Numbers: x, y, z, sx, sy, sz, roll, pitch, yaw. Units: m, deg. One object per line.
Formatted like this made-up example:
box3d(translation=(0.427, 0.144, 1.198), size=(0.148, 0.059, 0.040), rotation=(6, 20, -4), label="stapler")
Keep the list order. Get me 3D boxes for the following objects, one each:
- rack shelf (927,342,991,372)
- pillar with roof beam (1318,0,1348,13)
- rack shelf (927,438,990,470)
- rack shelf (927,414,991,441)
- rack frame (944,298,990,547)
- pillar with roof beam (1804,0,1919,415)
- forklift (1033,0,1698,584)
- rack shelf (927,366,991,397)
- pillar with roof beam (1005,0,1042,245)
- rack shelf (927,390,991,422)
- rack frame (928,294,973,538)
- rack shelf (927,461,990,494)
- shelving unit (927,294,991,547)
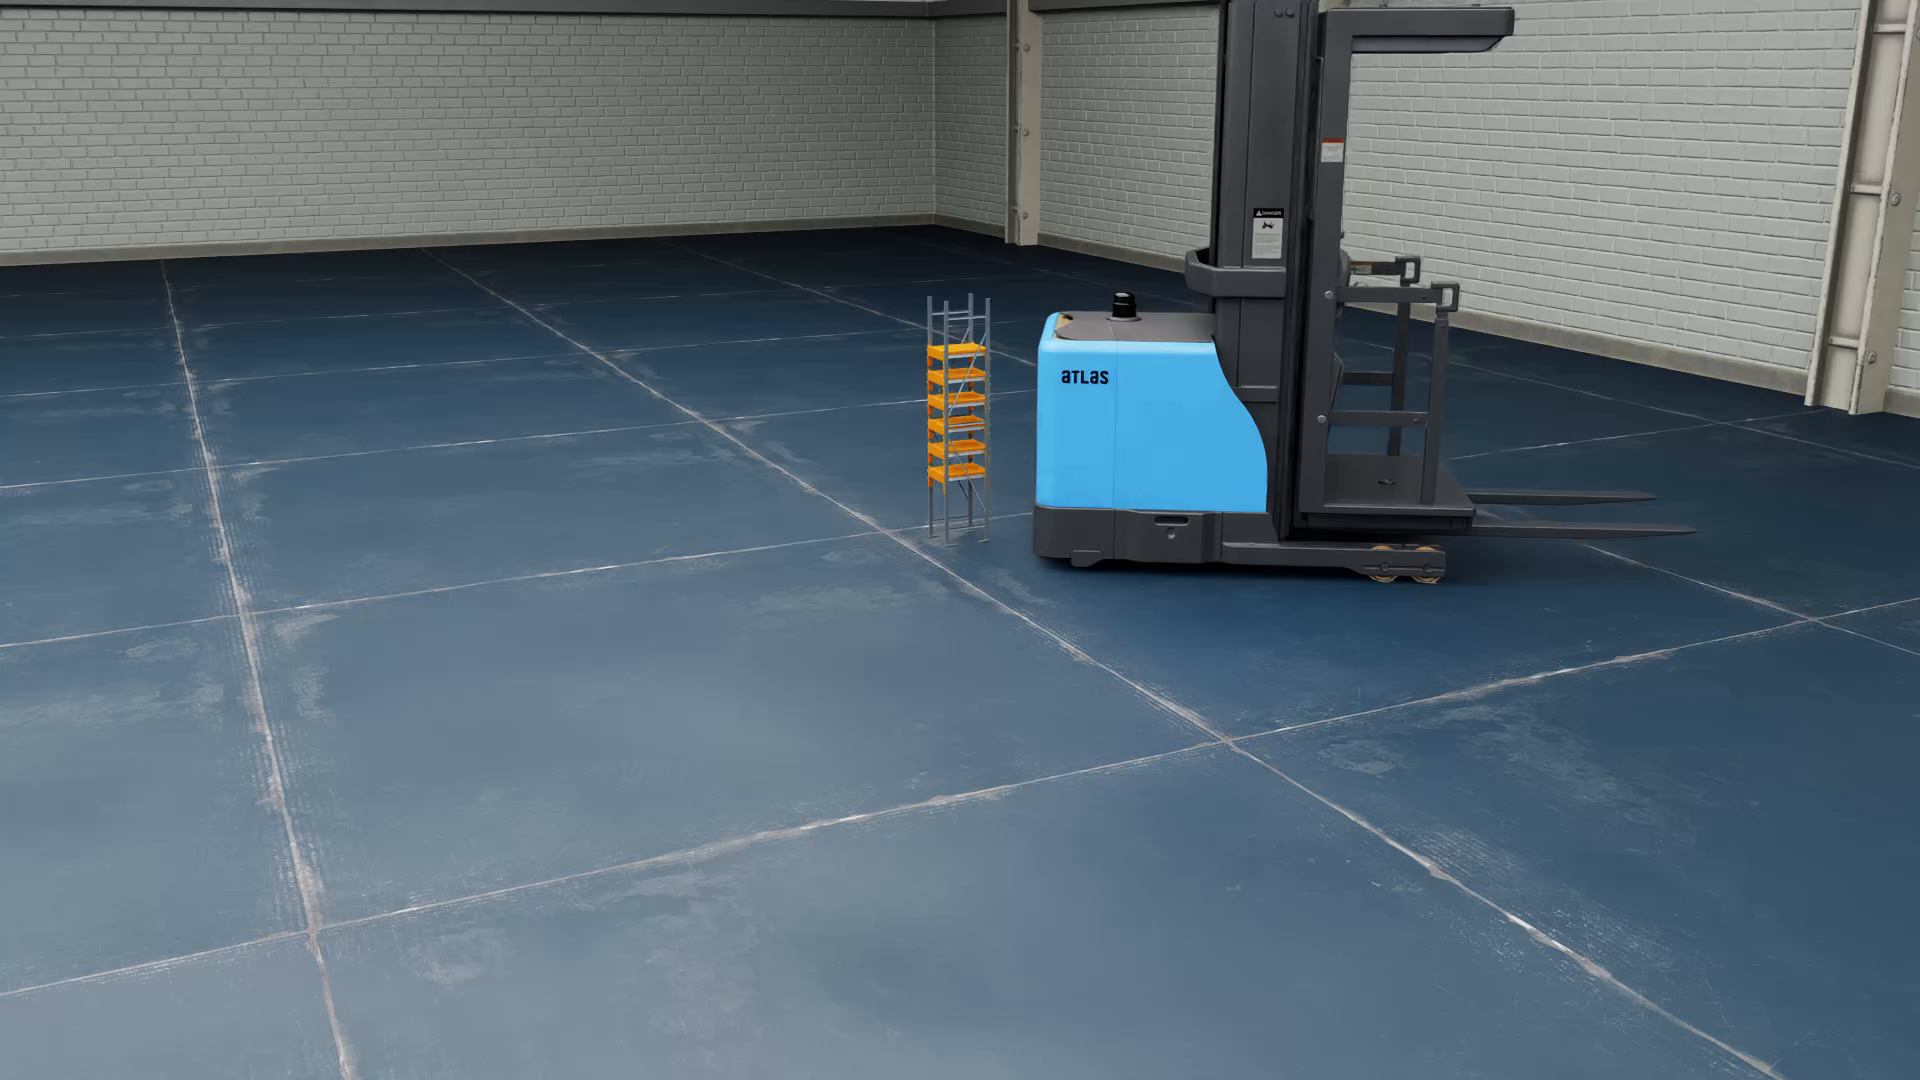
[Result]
box3d(translation=(-0.006, -0.884, 8.011), size=(0.258, 0.103, 0.180), rotation=(-8, 18, -25), label="rack shelf")
box3d(translation=(-0.426, -6.203, 13.551), size=(9.100, 9.000, 0.400), rotation=(-8, 18, -25), label="pillar with roof beam")
box3d(translation=(-0.006, -0.422, 8.143), size=(0.258, 0.103, 0.180), rotation=(-8, 18, -25), label="rack shelf")
box3d(translation=(-0.006, -0.538, 8.110), size=(0.258, 0.103, 0.180), rotation=(-8, 18, -25), label="rack shelf")
box3d(translation=(0.034, -0.558, 8.019), size=(0.240, 1.200, 0.006), rotation=(-8, 18, -25), label="rack frame")
box3d(translation=(2.202, -4.715, 8.366), size=(9.100, 9.000, 0.400), rotation=(-8, 18, -25), label="pillar with roof beam")
box3d(translation=(1.890, -1.364, 7.691), size=(3.031, 2.935, 1.130), rotation=(1, 16, 5), label="forklift")
box3d(translation=(-0.006, -0.768, 8.044), size=(0.258, 0.103, 0.180), rotation=(-8, 18, -25), label="rack shelf")
box3d(translation=(-3.055, -7.690, 18.735), size=(9.100, 9.000, 0.400), rotation=(-8, 18, -25), label="pillar with roof beam")
box3d(translation=(-0.006, -0.653, 8.077), size=(0.258, 0.103, 0.180), rotation=(-8, 18, -25), label="rack shelf")
box3d(translation=(-0.046, -0.603, 8.177), size=(0.240, 1.200, 0.006), rotation=(-8, 18, -25), label="rack frame")
box3d(translation=(-0.006, -0.307, 8.176), size=(0.258, 0.103, 0.180), rotation=(-8, 18, -25), label="rack shelf")
box3d(translation=(-0.006, -0.580, 8.098), size=(0.258, 1.200, 0.189), rotation=(-8, 18, -25), label="shelving unit")
